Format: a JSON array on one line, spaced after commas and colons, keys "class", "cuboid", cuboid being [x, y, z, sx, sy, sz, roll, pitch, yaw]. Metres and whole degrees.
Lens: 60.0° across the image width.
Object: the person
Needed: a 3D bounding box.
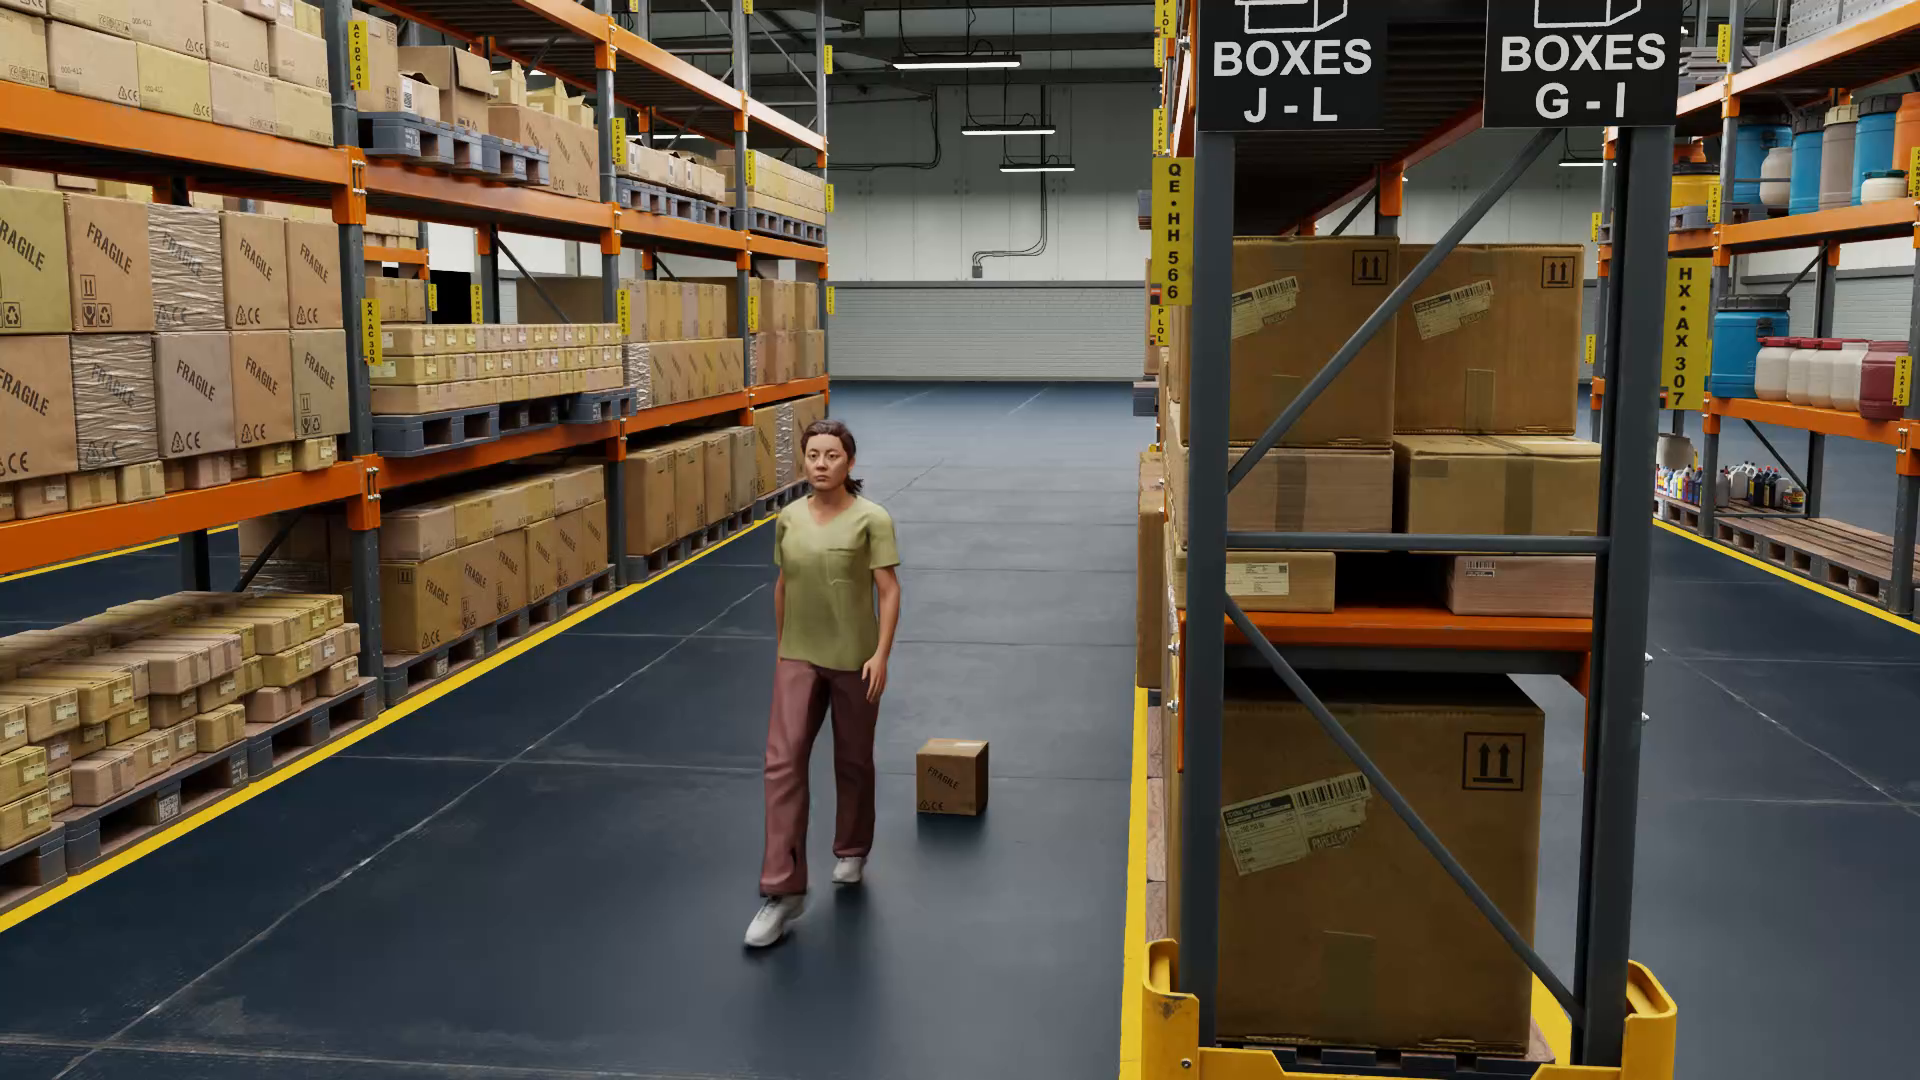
[{"class": "person", "cuboid": [-0.443, 0.425, 5.550, 0.471, 1.639, 0.887, 1, 8, 9]}]
